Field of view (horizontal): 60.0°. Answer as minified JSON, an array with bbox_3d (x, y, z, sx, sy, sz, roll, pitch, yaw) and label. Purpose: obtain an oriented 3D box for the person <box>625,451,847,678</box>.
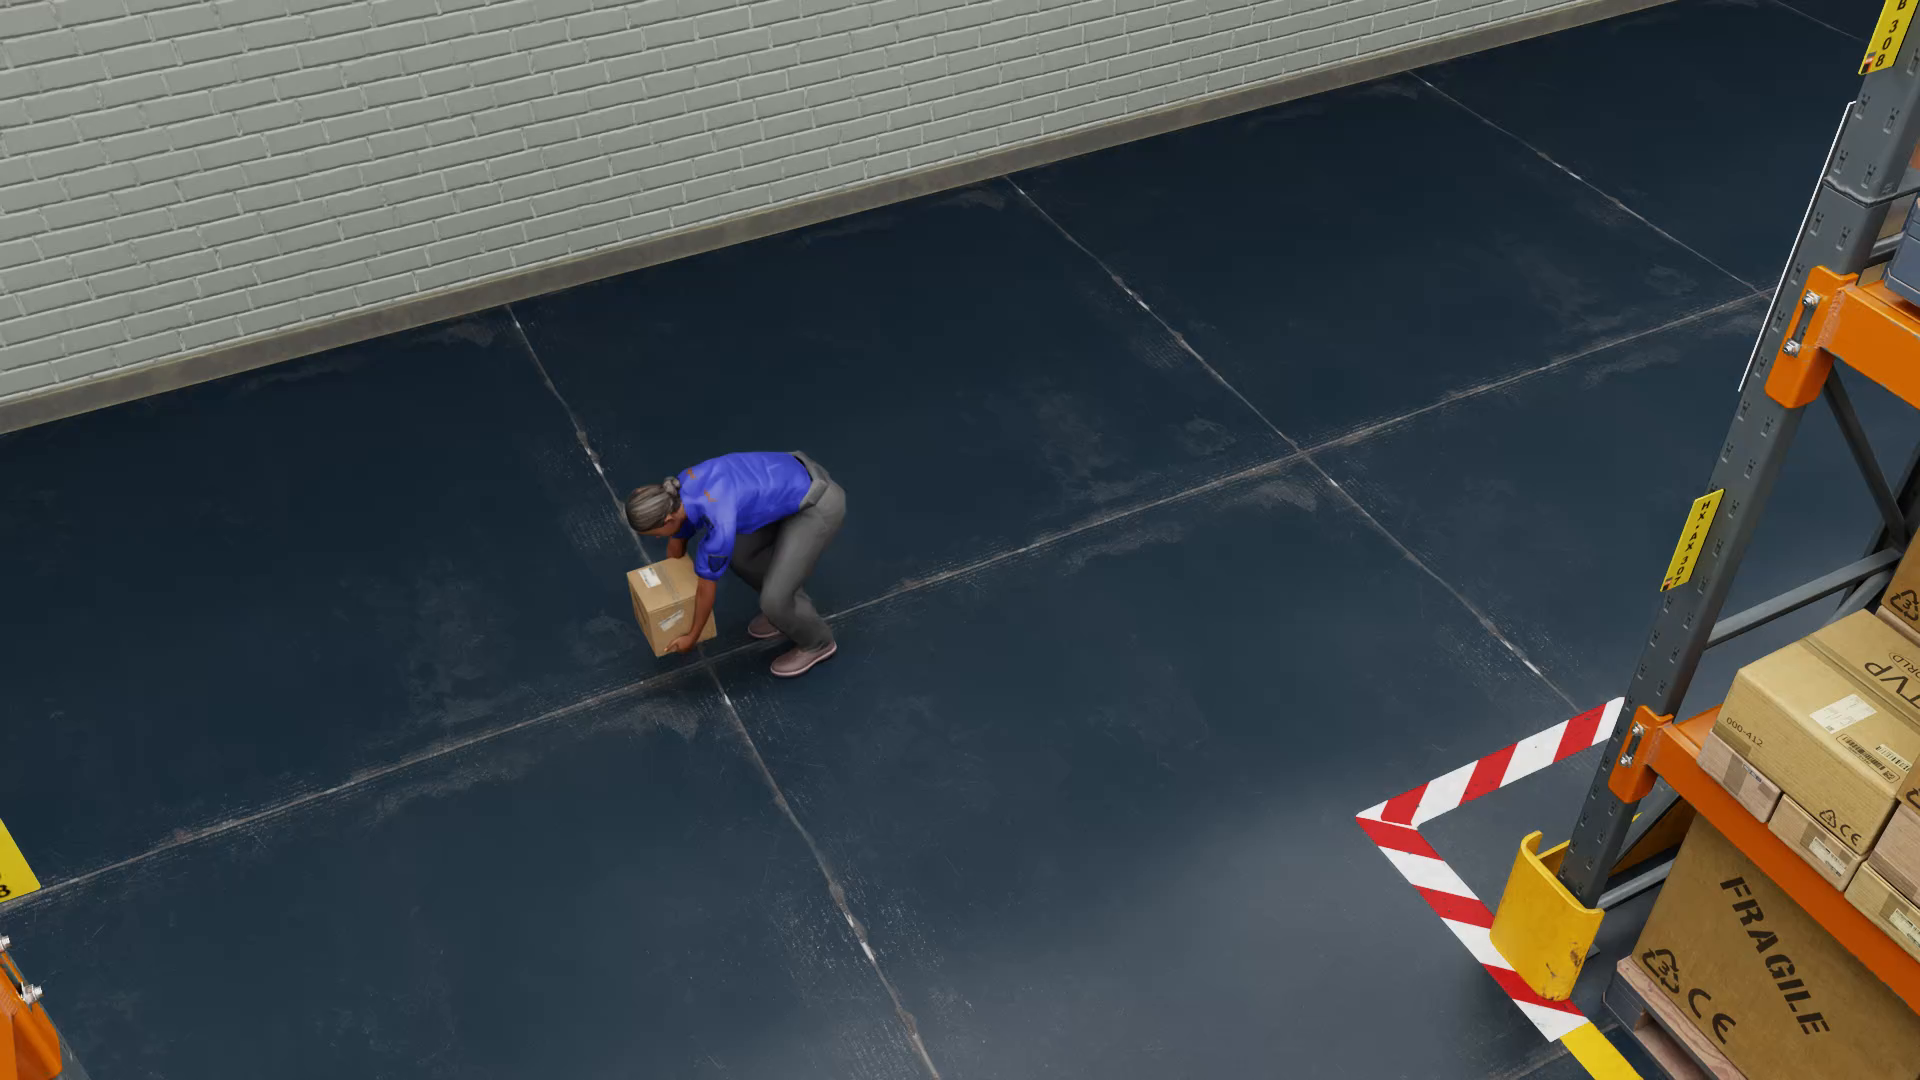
[{"bbox_3d":[-0.850,0.090,6.512,0.857,1.064,0.455,-21,46,-22],"label":"person"}]
